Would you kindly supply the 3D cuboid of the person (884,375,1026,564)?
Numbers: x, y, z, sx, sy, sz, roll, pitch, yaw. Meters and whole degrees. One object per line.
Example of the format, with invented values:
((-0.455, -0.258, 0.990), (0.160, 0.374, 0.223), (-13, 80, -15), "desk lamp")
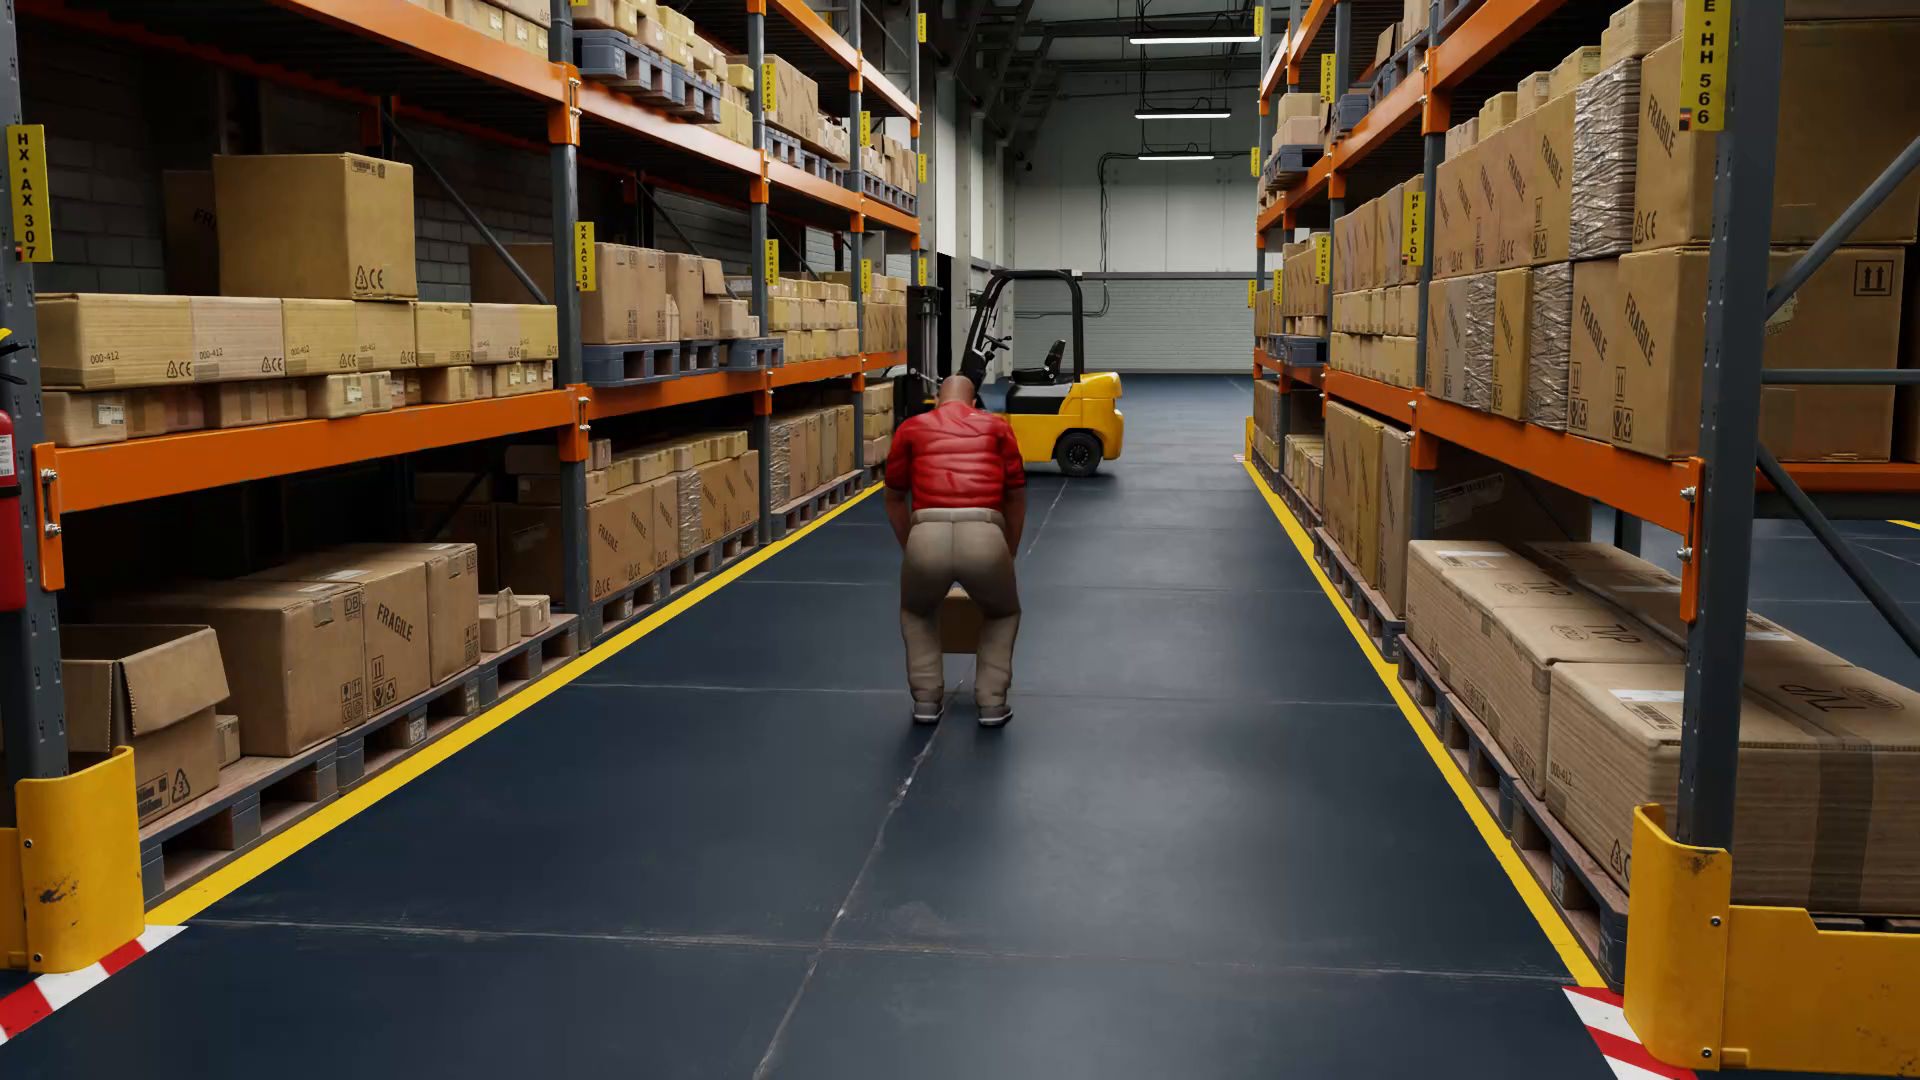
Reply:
((-0.028, -0.219, 6.830), (0.590, 0.904, 0.613), (1, 8, 6), "person")
